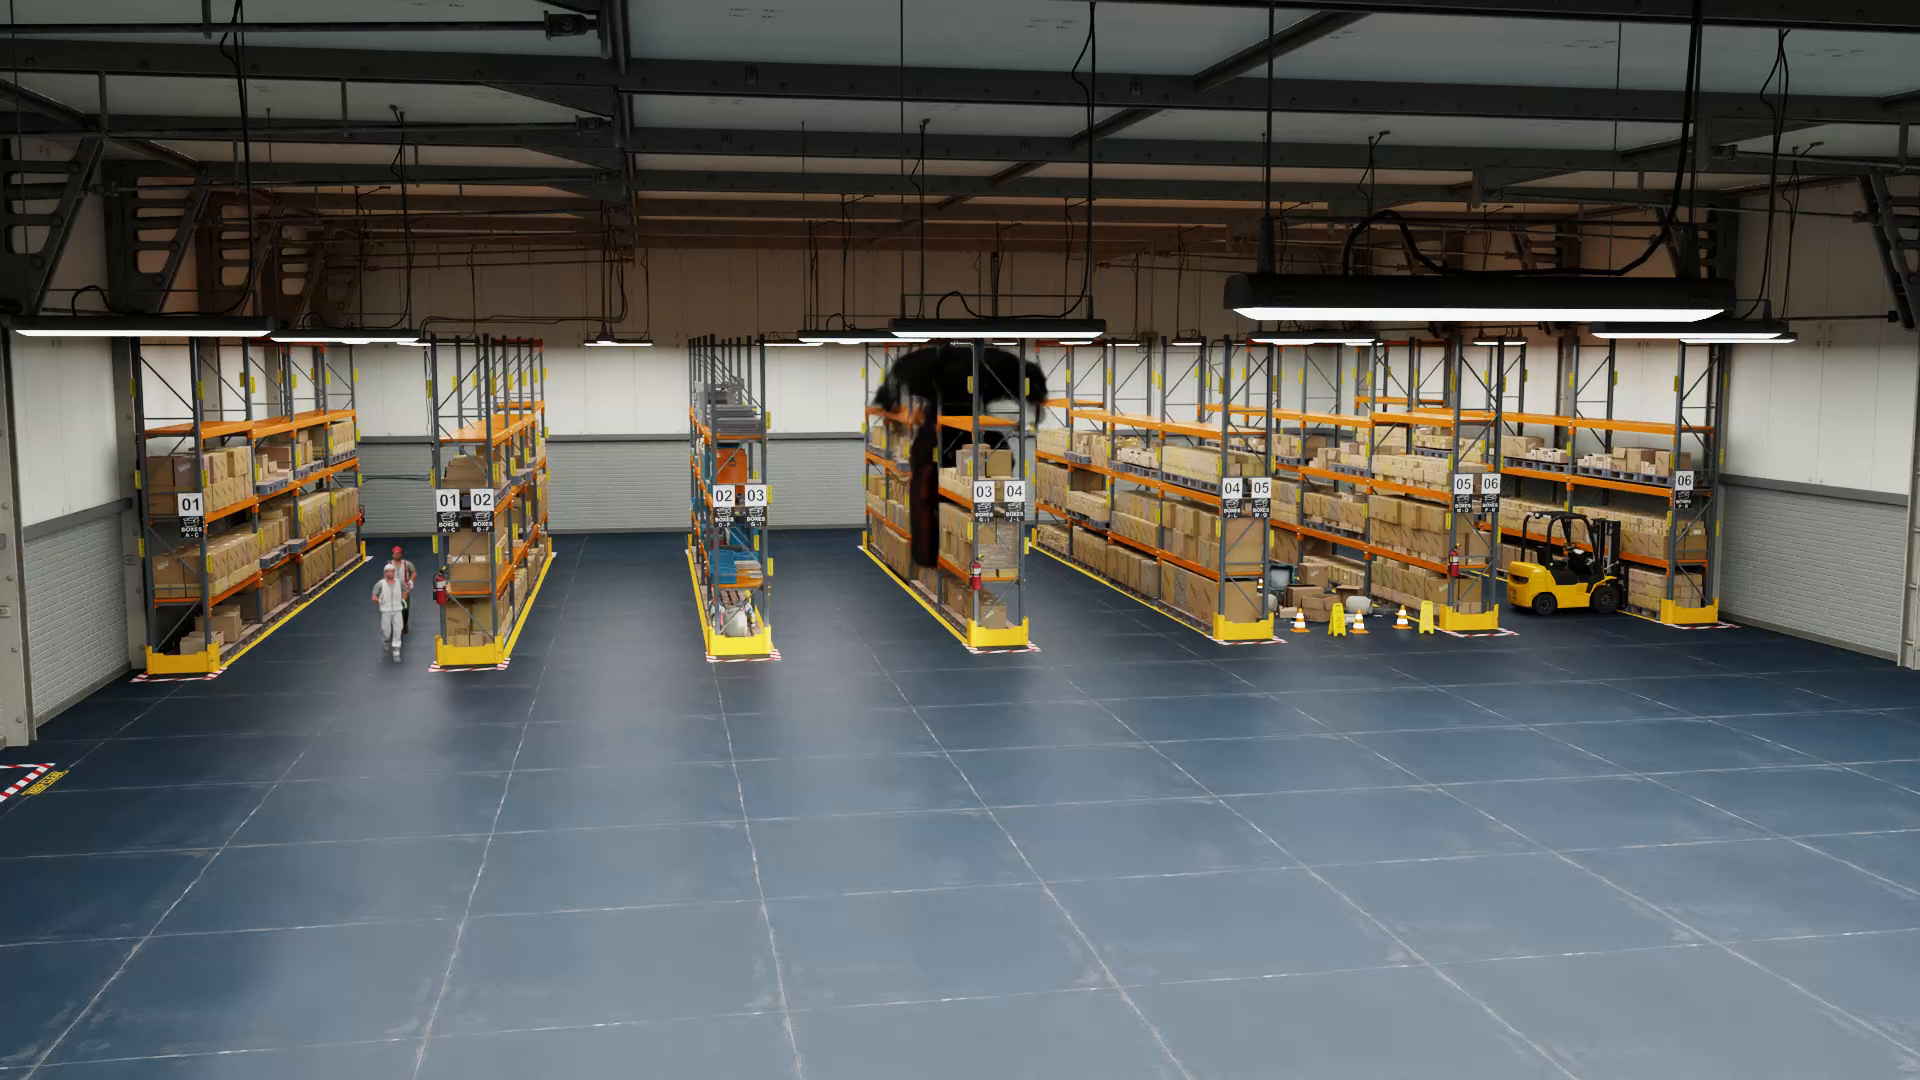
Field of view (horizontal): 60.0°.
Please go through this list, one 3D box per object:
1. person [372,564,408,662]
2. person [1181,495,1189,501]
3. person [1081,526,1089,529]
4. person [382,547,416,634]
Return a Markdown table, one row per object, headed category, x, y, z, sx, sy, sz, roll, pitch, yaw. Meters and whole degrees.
| category | x | y | z | sx | sy | sz | roll | pitch | yaw |
| --- | --- | --- | --- | --- | --- | --- | --- | --- | --- |
| person | -10.452 | 1.324 | 30.577 | 0.659 | 1.761 | 0.955 | -3 | 7 | -27 |
| person | 5.932 | -0.453 | 44.183 | 0.599 | 1.665 | 0.494 | -3 | 7 | -21 |
| person | 3.788 | -0.727 | 49.396 | 0.659 | 1.639 | 0.502 | -5 | 8 | -38 |
| person | -11.243 | 1.025 | 33.343 | 0.636 | 1.772 | 0.626 | -2 | 7 | -14 |
